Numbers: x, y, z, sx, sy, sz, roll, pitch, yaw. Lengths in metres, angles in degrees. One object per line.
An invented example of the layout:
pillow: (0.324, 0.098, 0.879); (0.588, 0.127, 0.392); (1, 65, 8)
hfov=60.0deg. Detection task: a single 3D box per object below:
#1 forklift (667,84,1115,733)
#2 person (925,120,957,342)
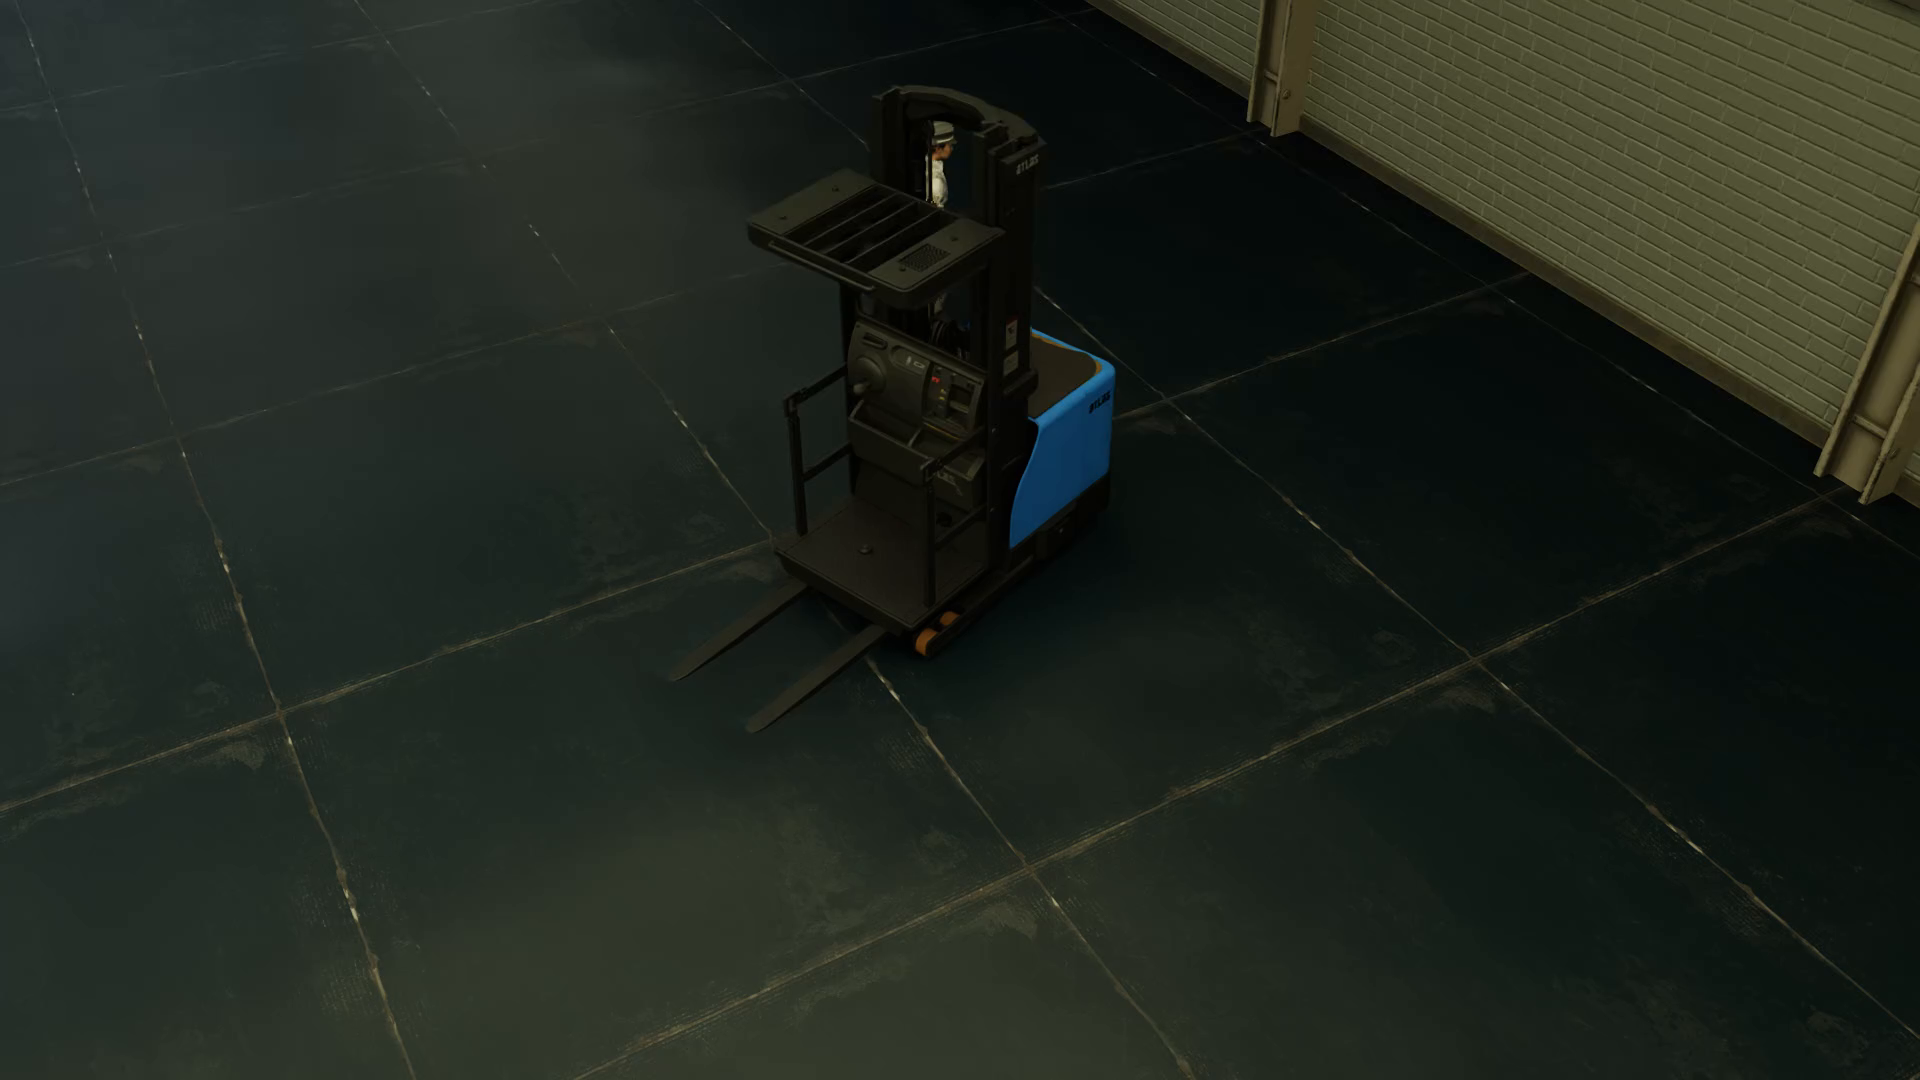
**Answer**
forklift: (-0.382, -0.820, 9.025); (1.130, 2.935, 3.031); (28, 47, 29)
person: (-0.203, -2.112, 11.579); (0.376, 1.661, 0.532); (-5, 40, -7)
